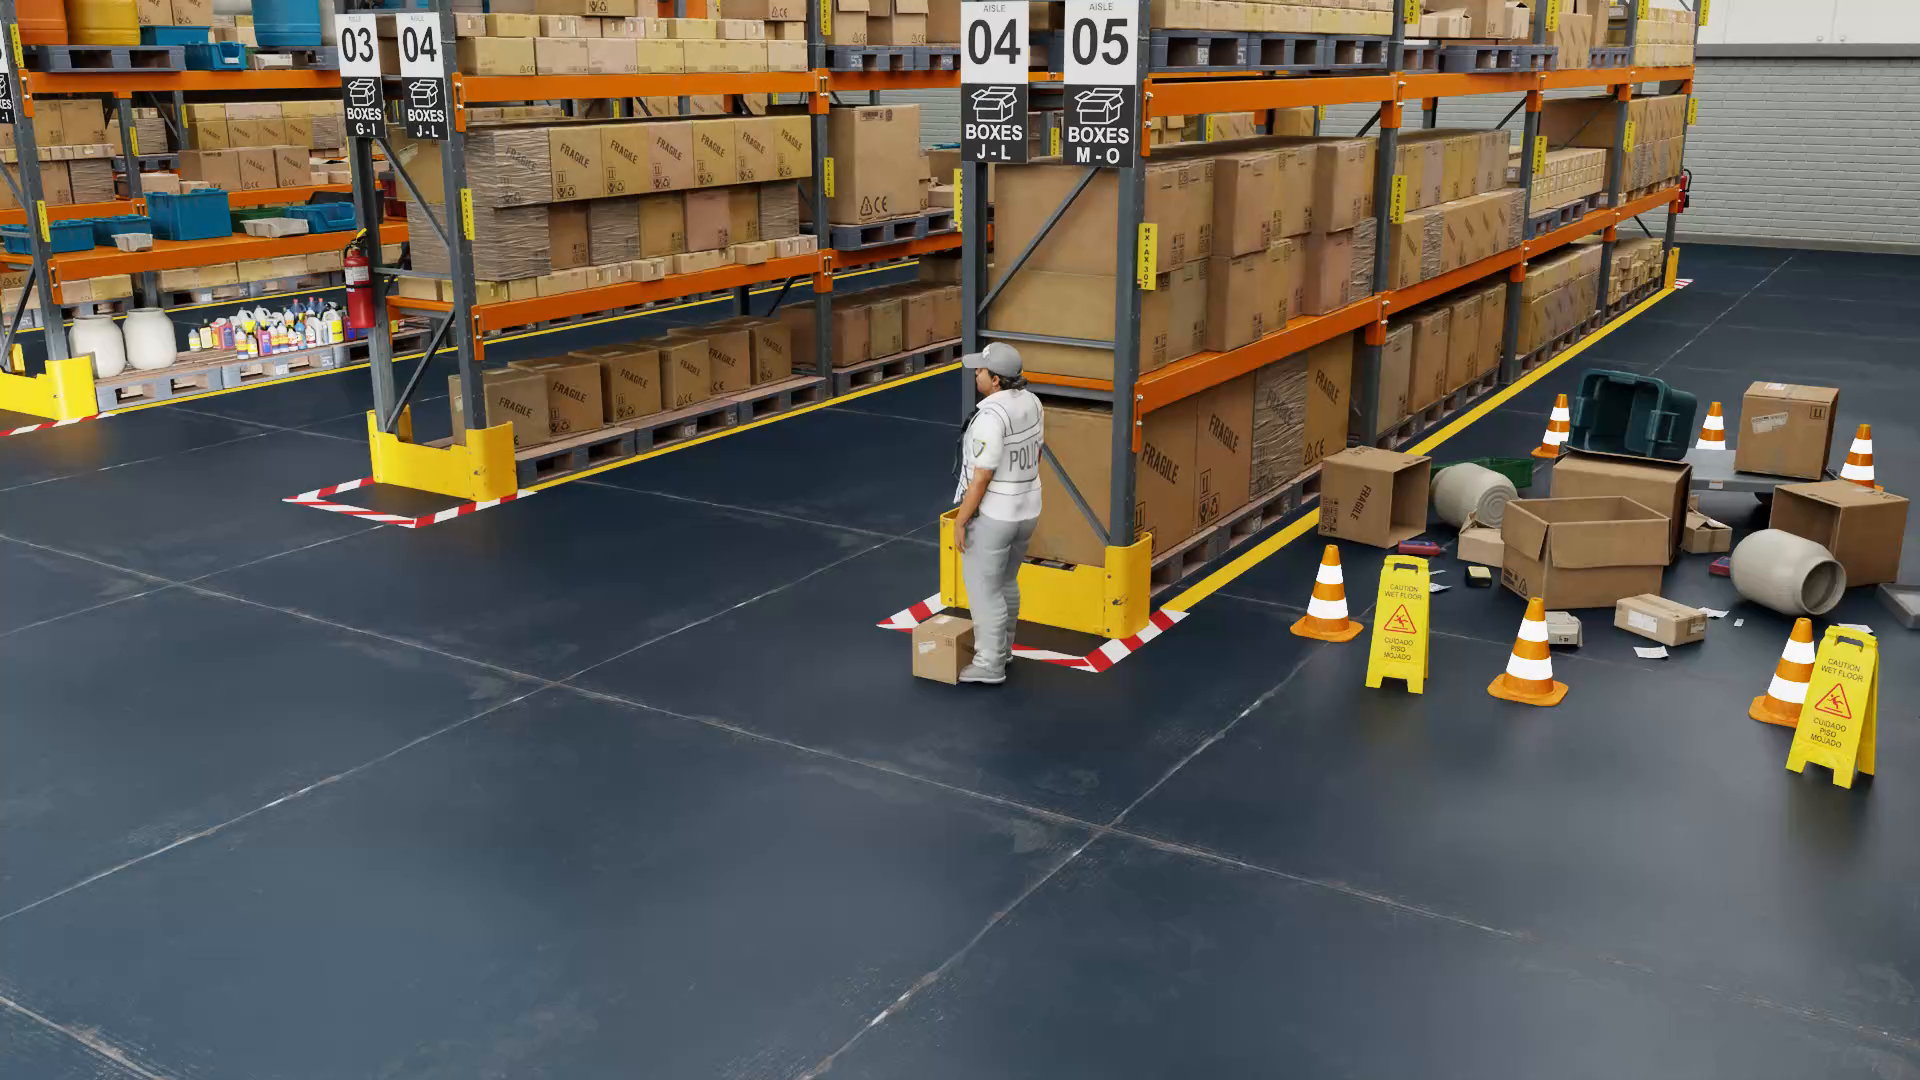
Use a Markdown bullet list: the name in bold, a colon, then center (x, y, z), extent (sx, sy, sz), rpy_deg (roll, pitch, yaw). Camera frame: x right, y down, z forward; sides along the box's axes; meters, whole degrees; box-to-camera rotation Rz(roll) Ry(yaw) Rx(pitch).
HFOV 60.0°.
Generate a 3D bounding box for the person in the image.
- **person**: center (0.118, -0.133, 7.945), extent (0.526, 1.670, 0.597), rpy_deg (10, 19, 31)
